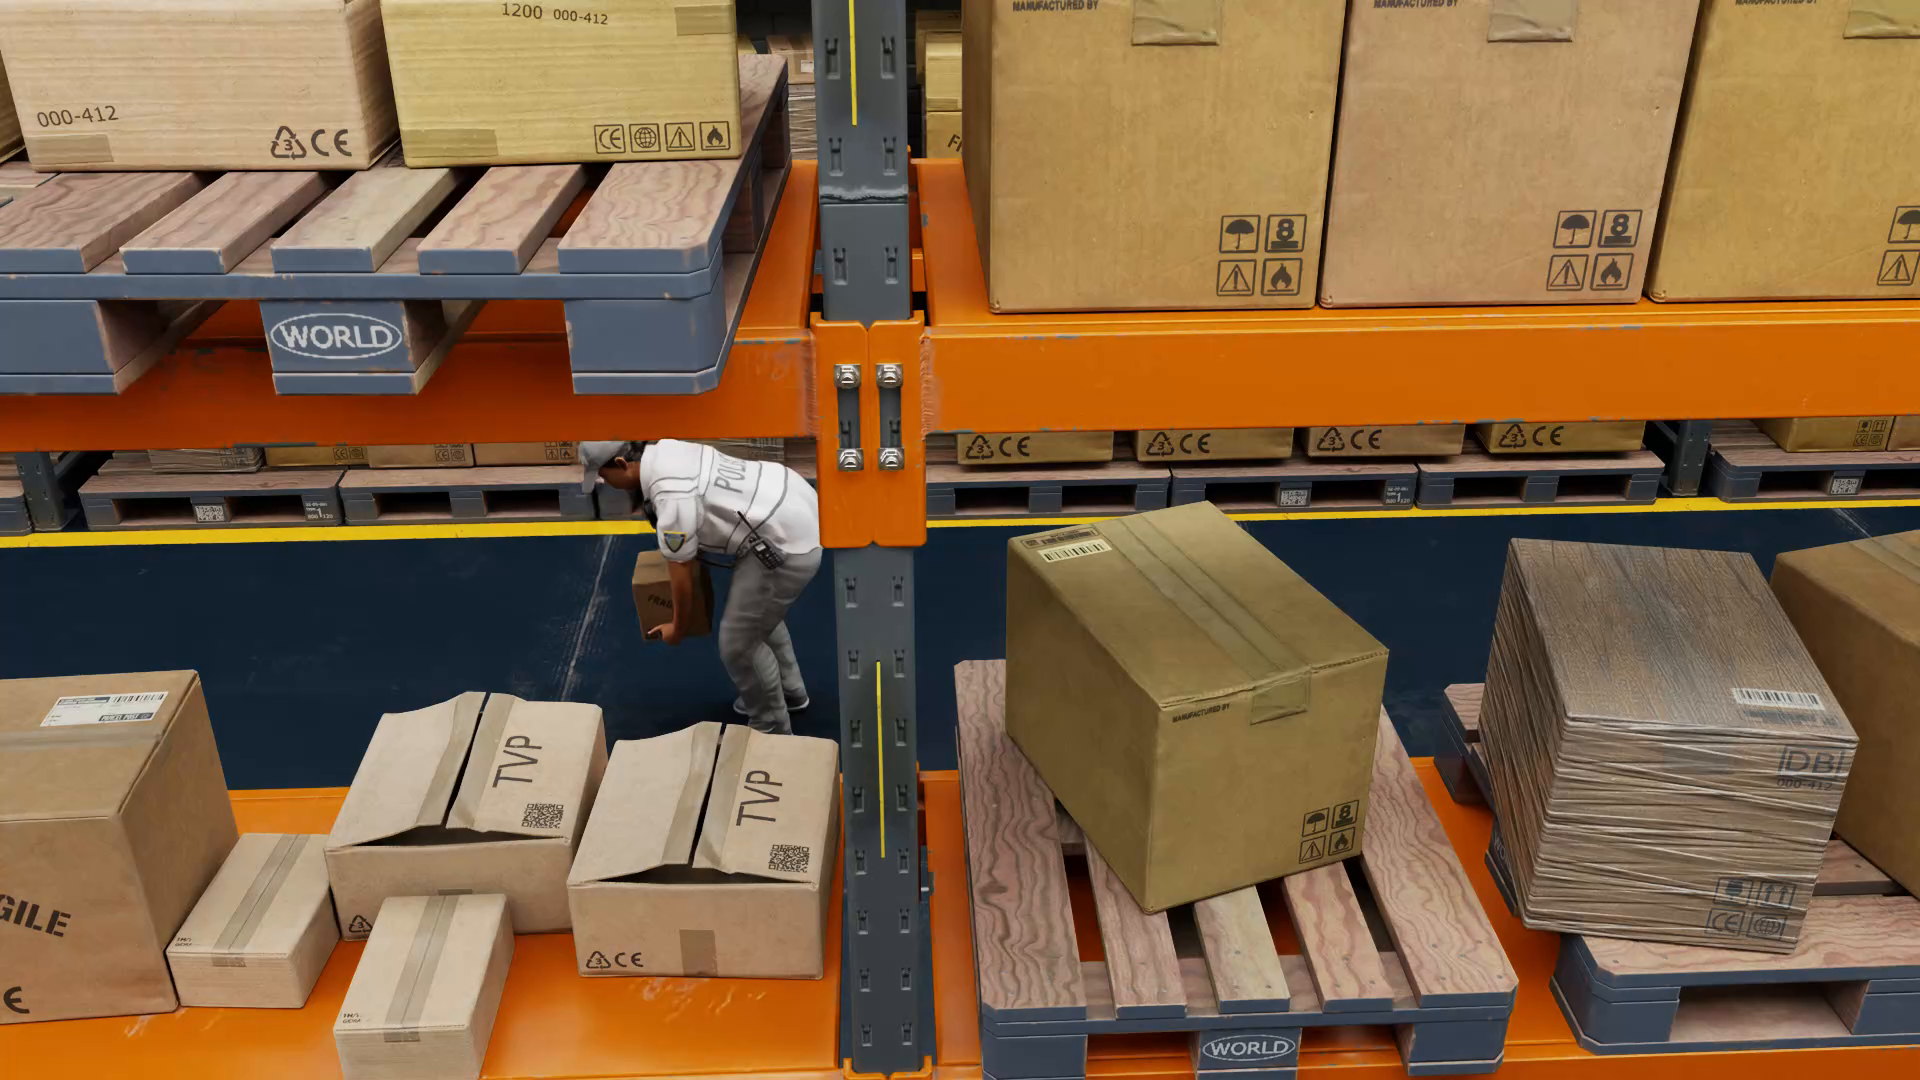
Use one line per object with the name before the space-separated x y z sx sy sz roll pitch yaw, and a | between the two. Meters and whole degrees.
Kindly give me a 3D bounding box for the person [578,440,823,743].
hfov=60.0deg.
person | -0.920 0.161 6.188 0.874 1.323 0.460 -2 28 -4
